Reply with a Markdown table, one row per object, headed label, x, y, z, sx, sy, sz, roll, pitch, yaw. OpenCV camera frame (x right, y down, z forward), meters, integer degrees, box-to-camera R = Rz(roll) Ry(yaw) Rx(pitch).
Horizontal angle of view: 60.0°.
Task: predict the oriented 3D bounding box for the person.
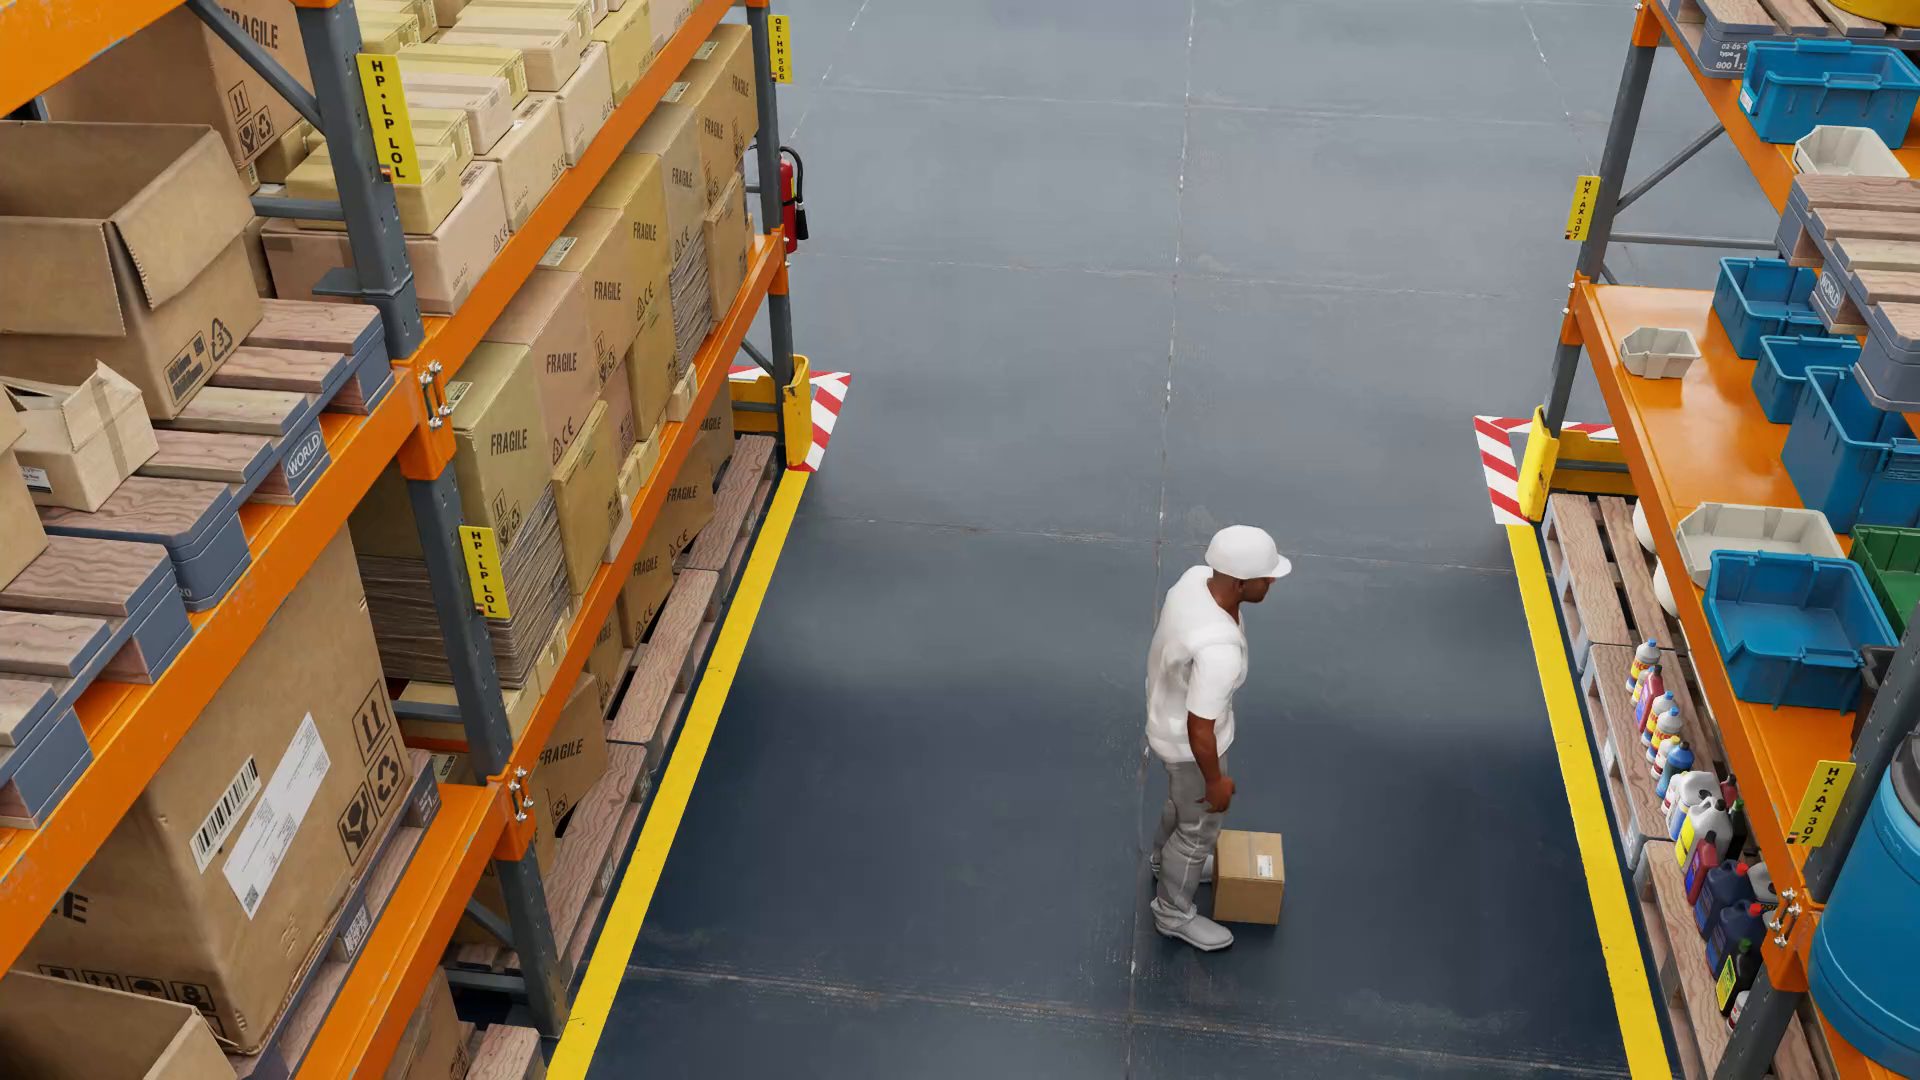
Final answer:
| label | x | y | z | sx | sy | sz | roll | pitch | yaw |
| --- | --- | --- | --- | --- | --- | --- | --- | --- | --- |
| person | 0.897 | 0.688 | 6.075 | 0.454 | 1.761 | 0.637 | 3 | 36 | 4 |
